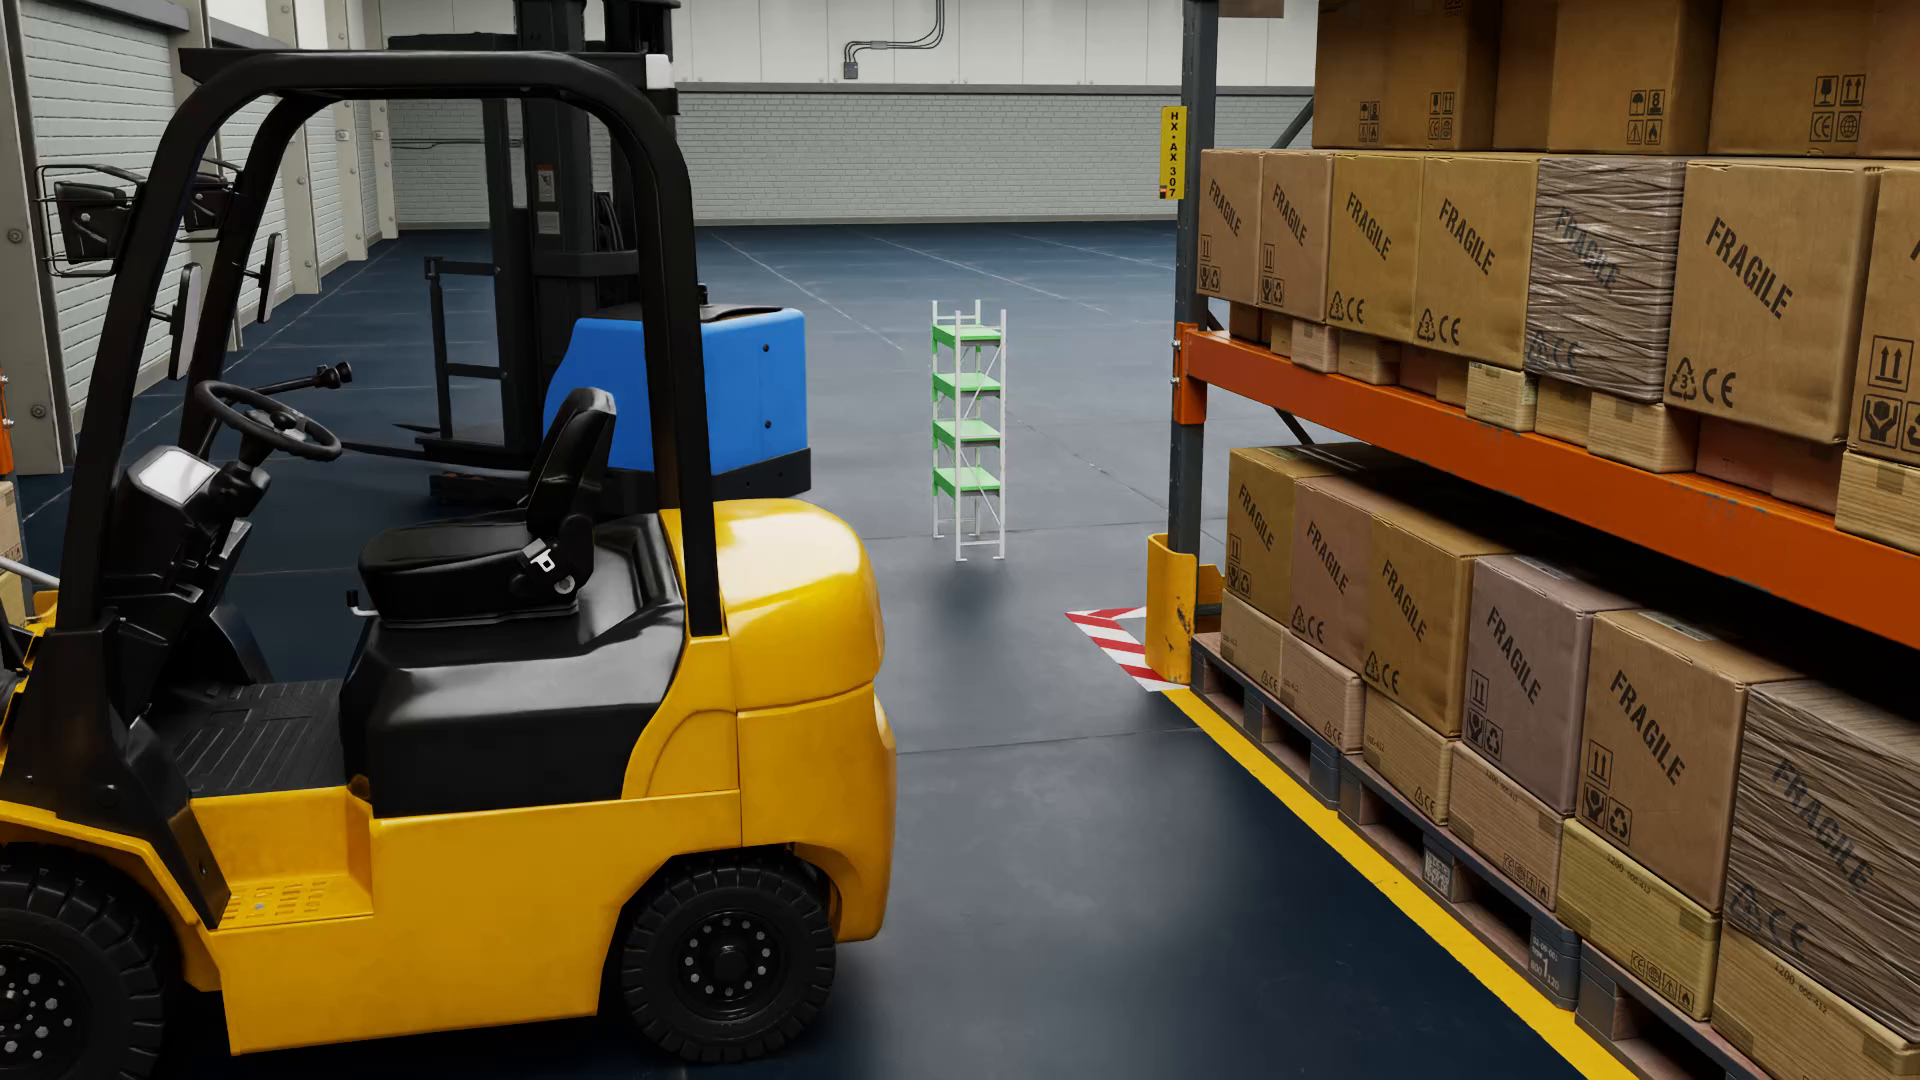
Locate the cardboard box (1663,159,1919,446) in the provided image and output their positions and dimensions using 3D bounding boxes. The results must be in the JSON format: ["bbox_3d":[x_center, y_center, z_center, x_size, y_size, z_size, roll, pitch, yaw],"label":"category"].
[{"bbox_3d":[1.763,-0.481,3.237,0.500,0.500,0.500,-3,14,-11],"label":"cardboard box"}]

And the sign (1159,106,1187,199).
[{"bbox_3d":[0.770,-1.394,5.987,0.100,0.325,0.005,-3,14,-13],"label":"sign"}]

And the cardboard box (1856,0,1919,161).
[{"bbox_3d":[2.246,-0.992,3.223,0.700,0.500,0.500,-3,14,-13],"label":"cardboard box"}]

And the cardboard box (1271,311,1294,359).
[{"bbox_3d":[1.233,-0.668,5.371,0.380,0.149,0.250,-4,14,-15],"label":"cardboard box"}]

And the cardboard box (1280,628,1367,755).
[{"bbox_3d":[1.331,0.448,5.182,0.500,0.250,0.500,-3,14,-11],"label":"cardboard box"}]

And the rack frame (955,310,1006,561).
[{"bbox_3d":[0.096,-0.488,7.898,0.240,1.200,0.015,-3,14,-13],"label":"rack frame"}]

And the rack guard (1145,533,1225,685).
[{"bbox_3d":[1.315,0.228,6.439,1.175,0.500,0.348,-3,14,-13],"label":"rack guard"}]

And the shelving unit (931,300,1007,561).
[{"bbox_3d":[0.039,-0.545,8.128,0.258,1.200,0.503,-3,14,-13],"label":"shelving unit"}]

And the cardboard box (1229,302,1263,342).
[{"bbox_3d":[1.176,-0.791,5.875,0.380,0.149,0.250,-3,14,-13],"label":"cardboard box"}]

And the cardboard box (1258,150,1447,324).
[{"bbox_3d":[1.264,-0.952,5.168,0.500,0.500,0.500,-3,14,-11],"label":"cardboard box"}]

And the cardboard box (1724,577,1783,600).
[{"bbox_3d":[2.103,0.293,4.236,0.500,0.500,0.500,-3,14,-10],"label":"cardboard box"}]

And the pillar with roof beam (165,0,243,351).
[{"bbox_3d":[-2.873,-6.438,15.816,9.100,9.000,0.400,-3,14,-13],"label":"pillar with roof beam"}]

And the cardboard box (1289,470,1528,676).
[{"bbox_3d":[1.351,0.091,5.061,0.500,0.500,0.500,-4,14,-15],"label":"cardboard box"}]

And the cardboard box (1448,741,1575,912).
[{"bbox_3d":[1.587,0.690,4.192,0.500,0.250,0.500,-3,14,-12],"label":"cardboard box"}]

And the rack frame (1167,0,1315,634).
[{"bbox_3d":[1.297,-1.003,6.214,1.000,3.000,0.127,-3,14,-13],"label":"rack frame"}]

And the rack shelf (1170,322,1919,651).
[{"bbox_3d":[1.767,-0.193,4.411,1.077,0.370,4.000,-3,14,-13],"label":"rack shelf"}]

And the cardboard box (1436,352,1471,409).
[{"bbox_3d":[1.494,-0.429,4.393,0.380,0.149,0.250,-4,14,-15],"label":"cardboard box"}]

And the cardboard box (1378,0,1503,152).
[{"bbox_3d":[1.741,-1.459,5.136,0.700,0.500,0.500,-3,14,-13],"label":"cardboard box"}]

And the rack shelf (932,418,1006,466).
[{"bbox_3d":[0.039,-0.483,8.144,0.258,0.148,0.480,-3,14,-13],"label":"rack shelf"}]

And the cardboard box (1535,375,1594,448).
[{"bbox_3d":[1.592,-0.311,3.907,0.380,0.149,0.250,-4,14,-14],"label":"cardboard box"}]

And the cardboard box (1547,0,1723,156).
[{"bbox_3d":[1.943,-1.225,4.175,0.700,0.500,0.500,-3,14,-14],"label":"cardboard box"}]

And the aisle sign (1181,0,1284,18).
[{"bbox_3d":[0.982,-2.263,5.893,0.394,0.787,0.004,-3,14,-13],"label":"aisle sign"}]

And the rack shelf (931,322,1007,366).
[{"bbox_3d":[0.039,-0.949,8.030,0.258,0.148,0.480,-3,14,-13],"label":"rack shelf"}]

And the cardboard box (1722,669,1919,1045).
[{"bbox_3d":[1.837,0.565,3.122,0.500,0.500,0.500,-3,14,-14],"label":"cardboard box"}]

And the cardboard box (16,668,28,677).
[{"bbox_3d":[-3.109,0.497,4.983,0.500,0.250,0.500,-3,14,-13],"label":"cardboard box"}]

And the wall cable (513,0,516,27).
[{"bbox_3d":[-8.062,-12.199,35.300,3.097,2.526,0.112,-3,14,-13],"label":"wall cable"}]

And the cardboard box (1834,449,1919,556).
[{"bbox_3d":[1.800,-0.073,2.934,0.380,0.149,0.250,-3,14,-12],"label":"cardboard box"}]

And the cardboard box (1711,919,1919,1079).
[{"bbox_3d":[1.837,0.930,3.210,0.500,0.250,0.500,-3,14,-11],"label":"cardboard box"}]

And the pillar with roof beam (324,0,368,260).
[{"bbox_3d":[-5.691,-9.206,27.147,9.100,9.000,0.400,-3,14,-13],"label":"pillar with roof beam"}]

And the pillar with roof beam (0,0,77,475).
[{"bbox_3d":[-1.464,-5.053,10.150,9.100,9.000,0.400,-3,14,-13],"label":"pillar with roof beam"}]

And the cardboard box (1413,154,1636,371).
[{"bbox_3d":[1.512,-0.718,4.208,0.500,0.500,0.500,-4,14,-14],"label":"cardboard box"}]

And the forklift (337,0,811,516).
[{"bbox_3d":[-2.375,-1.710,9.252,3.031,2.935,1.130,7,16,27],"label":"forklift"}]

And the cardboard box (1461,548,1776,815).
[{"bbox_3d":[1.595,0.330,4.083,0.500,0.500,0.500,-3,14,-10],"label":"cardboard box"}]

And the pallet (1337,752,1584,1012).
[{"bbox_3d":[1.755,0.839,4.548,1.003,0.211,1.213,-3,14,-13],"label":"pallet"}]

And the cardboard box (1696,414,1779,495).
[{"bbox_3d":[1.770,-0.196,3.437,0.380,0.149,0.250,-3,14,-14],"label":"cardboard box"}]

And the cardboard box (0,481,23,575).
[{"bbox_3d":[-3.115,0.009,4.872,0.500,0.250,0.500,-3,14,-11],"label":"cardboard box"}]

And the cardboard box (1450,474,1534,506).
[{"bbox_3d":[1.865,0.055,5.212,0.500,0.500,0.500,-3,14,-11],"label":"cardboard box"}]

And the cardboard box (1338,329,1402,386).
[{"bbox_3d":[1.341,-0.549,4.885,0.380,0.149,0.250,-3,14,-12],"label":"cardboard box"}]
